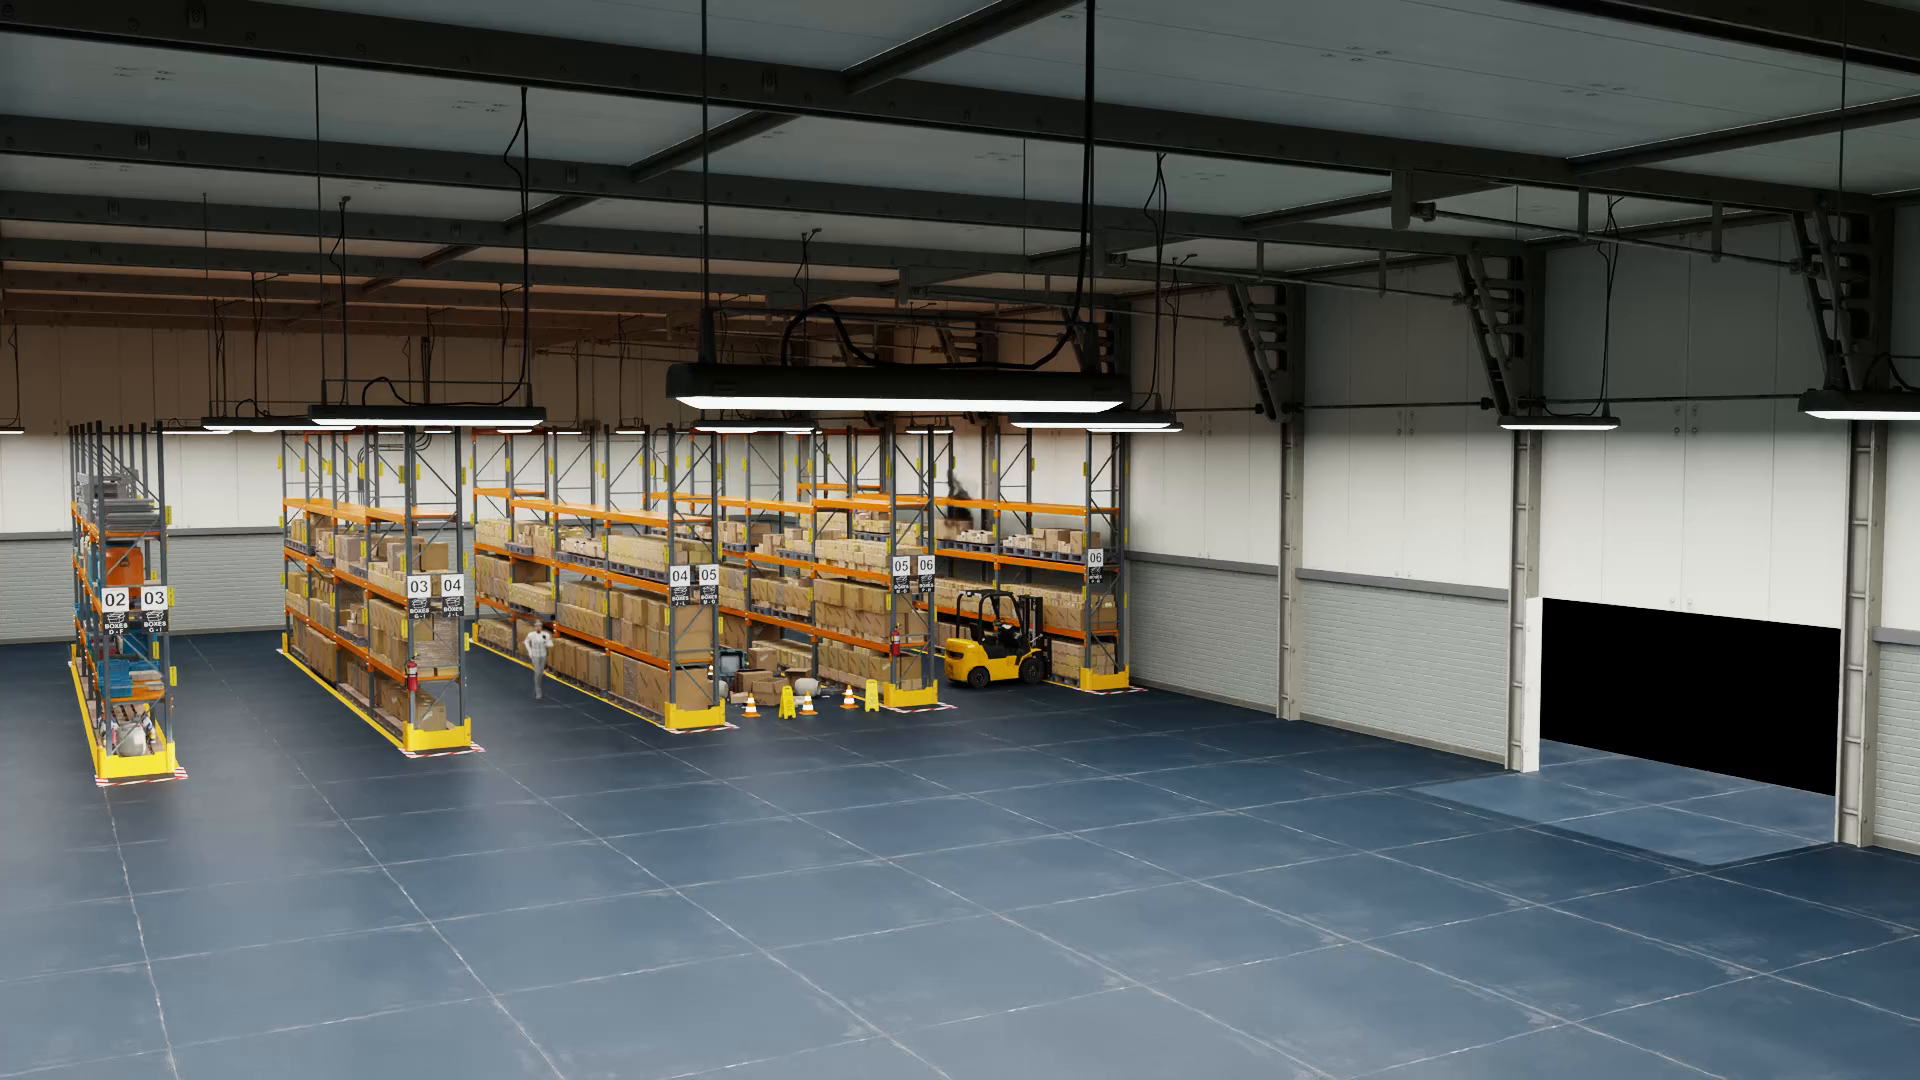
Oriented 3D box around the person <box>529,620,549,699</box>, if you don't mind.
[{"bbox_3d":[-9.314,2.617,36.724,0.397,1.754,0.760,-2,4,-26],"label":"person"}]
